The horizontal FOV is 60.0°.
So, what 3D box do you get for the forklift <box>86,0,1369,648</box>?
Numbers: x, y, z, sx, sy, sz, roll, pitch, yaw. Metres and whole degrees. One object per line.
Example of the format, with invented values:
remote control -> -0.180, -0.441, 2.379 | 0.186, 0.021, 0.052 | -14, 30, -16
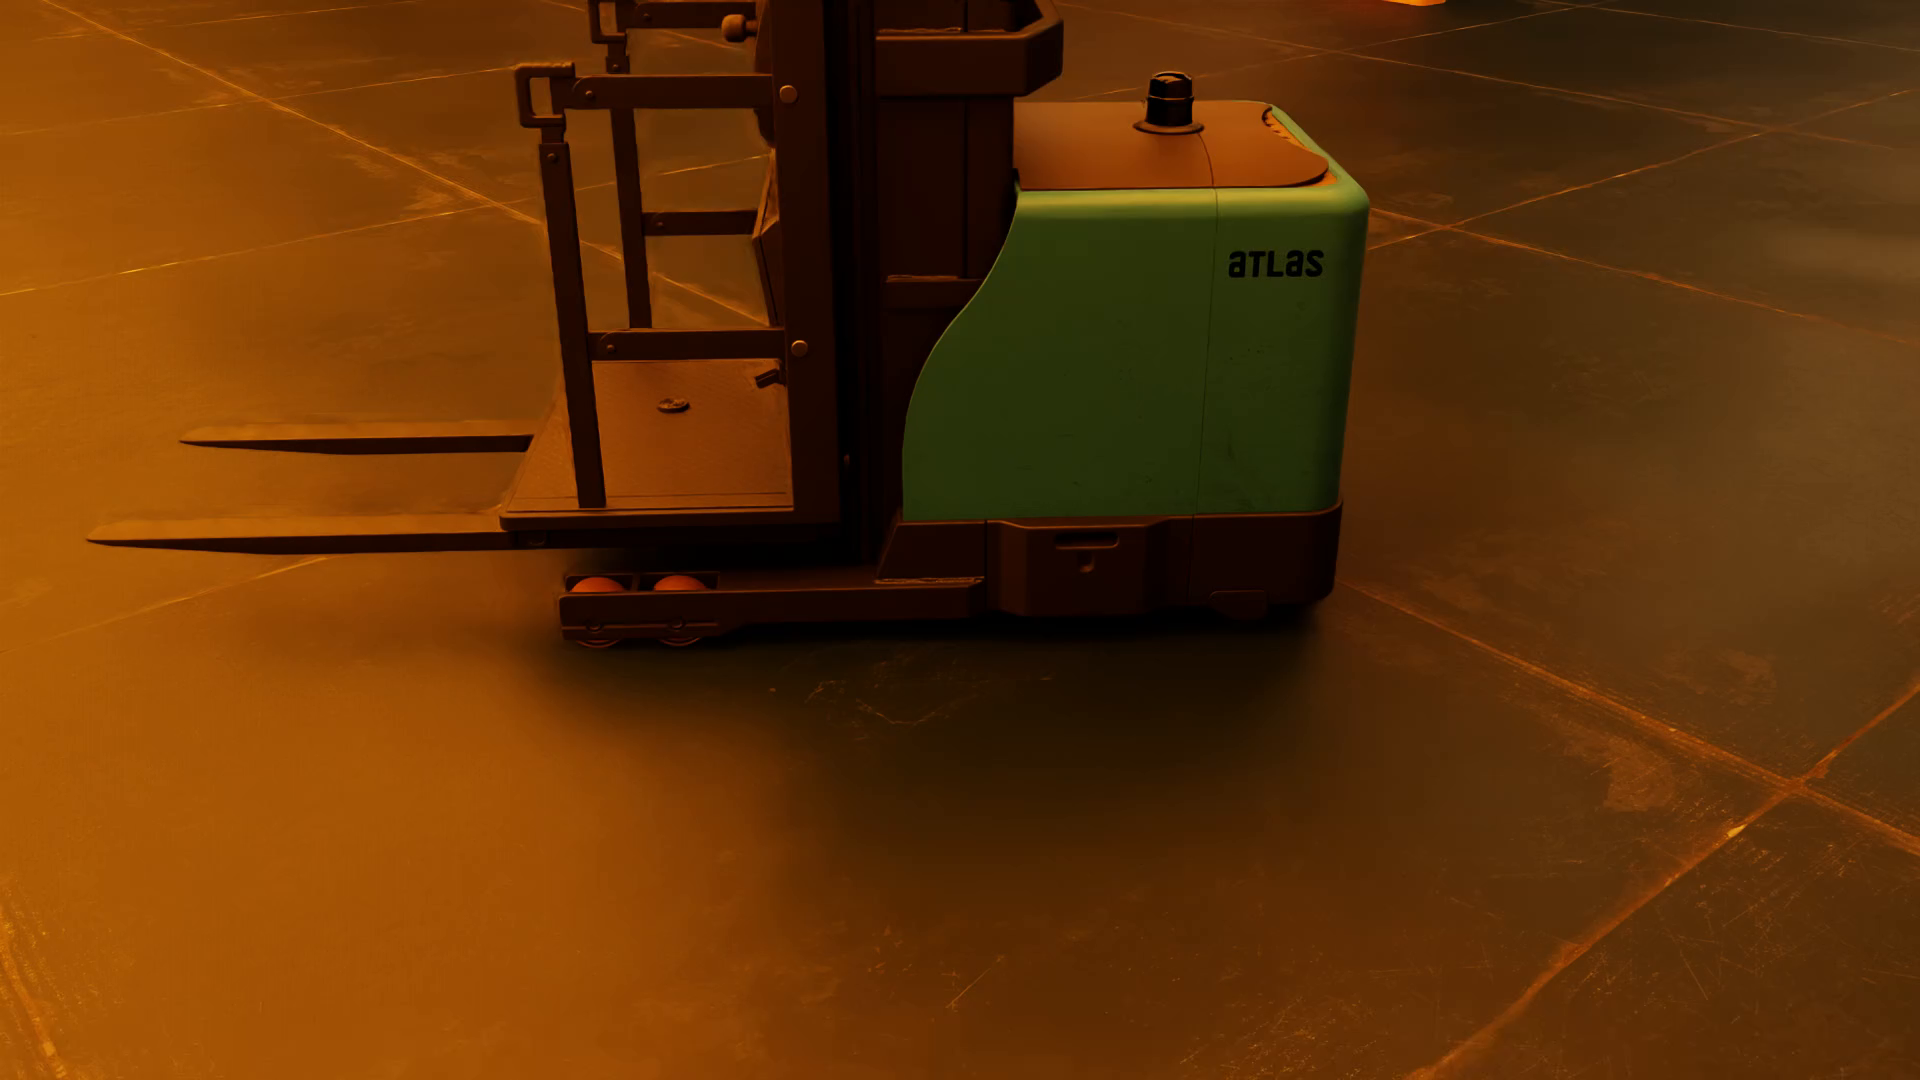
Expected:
forklift -> -0.611, -1.296, 3.815 | 3.031, 2.935, 1.130 | -1, 26, -3
